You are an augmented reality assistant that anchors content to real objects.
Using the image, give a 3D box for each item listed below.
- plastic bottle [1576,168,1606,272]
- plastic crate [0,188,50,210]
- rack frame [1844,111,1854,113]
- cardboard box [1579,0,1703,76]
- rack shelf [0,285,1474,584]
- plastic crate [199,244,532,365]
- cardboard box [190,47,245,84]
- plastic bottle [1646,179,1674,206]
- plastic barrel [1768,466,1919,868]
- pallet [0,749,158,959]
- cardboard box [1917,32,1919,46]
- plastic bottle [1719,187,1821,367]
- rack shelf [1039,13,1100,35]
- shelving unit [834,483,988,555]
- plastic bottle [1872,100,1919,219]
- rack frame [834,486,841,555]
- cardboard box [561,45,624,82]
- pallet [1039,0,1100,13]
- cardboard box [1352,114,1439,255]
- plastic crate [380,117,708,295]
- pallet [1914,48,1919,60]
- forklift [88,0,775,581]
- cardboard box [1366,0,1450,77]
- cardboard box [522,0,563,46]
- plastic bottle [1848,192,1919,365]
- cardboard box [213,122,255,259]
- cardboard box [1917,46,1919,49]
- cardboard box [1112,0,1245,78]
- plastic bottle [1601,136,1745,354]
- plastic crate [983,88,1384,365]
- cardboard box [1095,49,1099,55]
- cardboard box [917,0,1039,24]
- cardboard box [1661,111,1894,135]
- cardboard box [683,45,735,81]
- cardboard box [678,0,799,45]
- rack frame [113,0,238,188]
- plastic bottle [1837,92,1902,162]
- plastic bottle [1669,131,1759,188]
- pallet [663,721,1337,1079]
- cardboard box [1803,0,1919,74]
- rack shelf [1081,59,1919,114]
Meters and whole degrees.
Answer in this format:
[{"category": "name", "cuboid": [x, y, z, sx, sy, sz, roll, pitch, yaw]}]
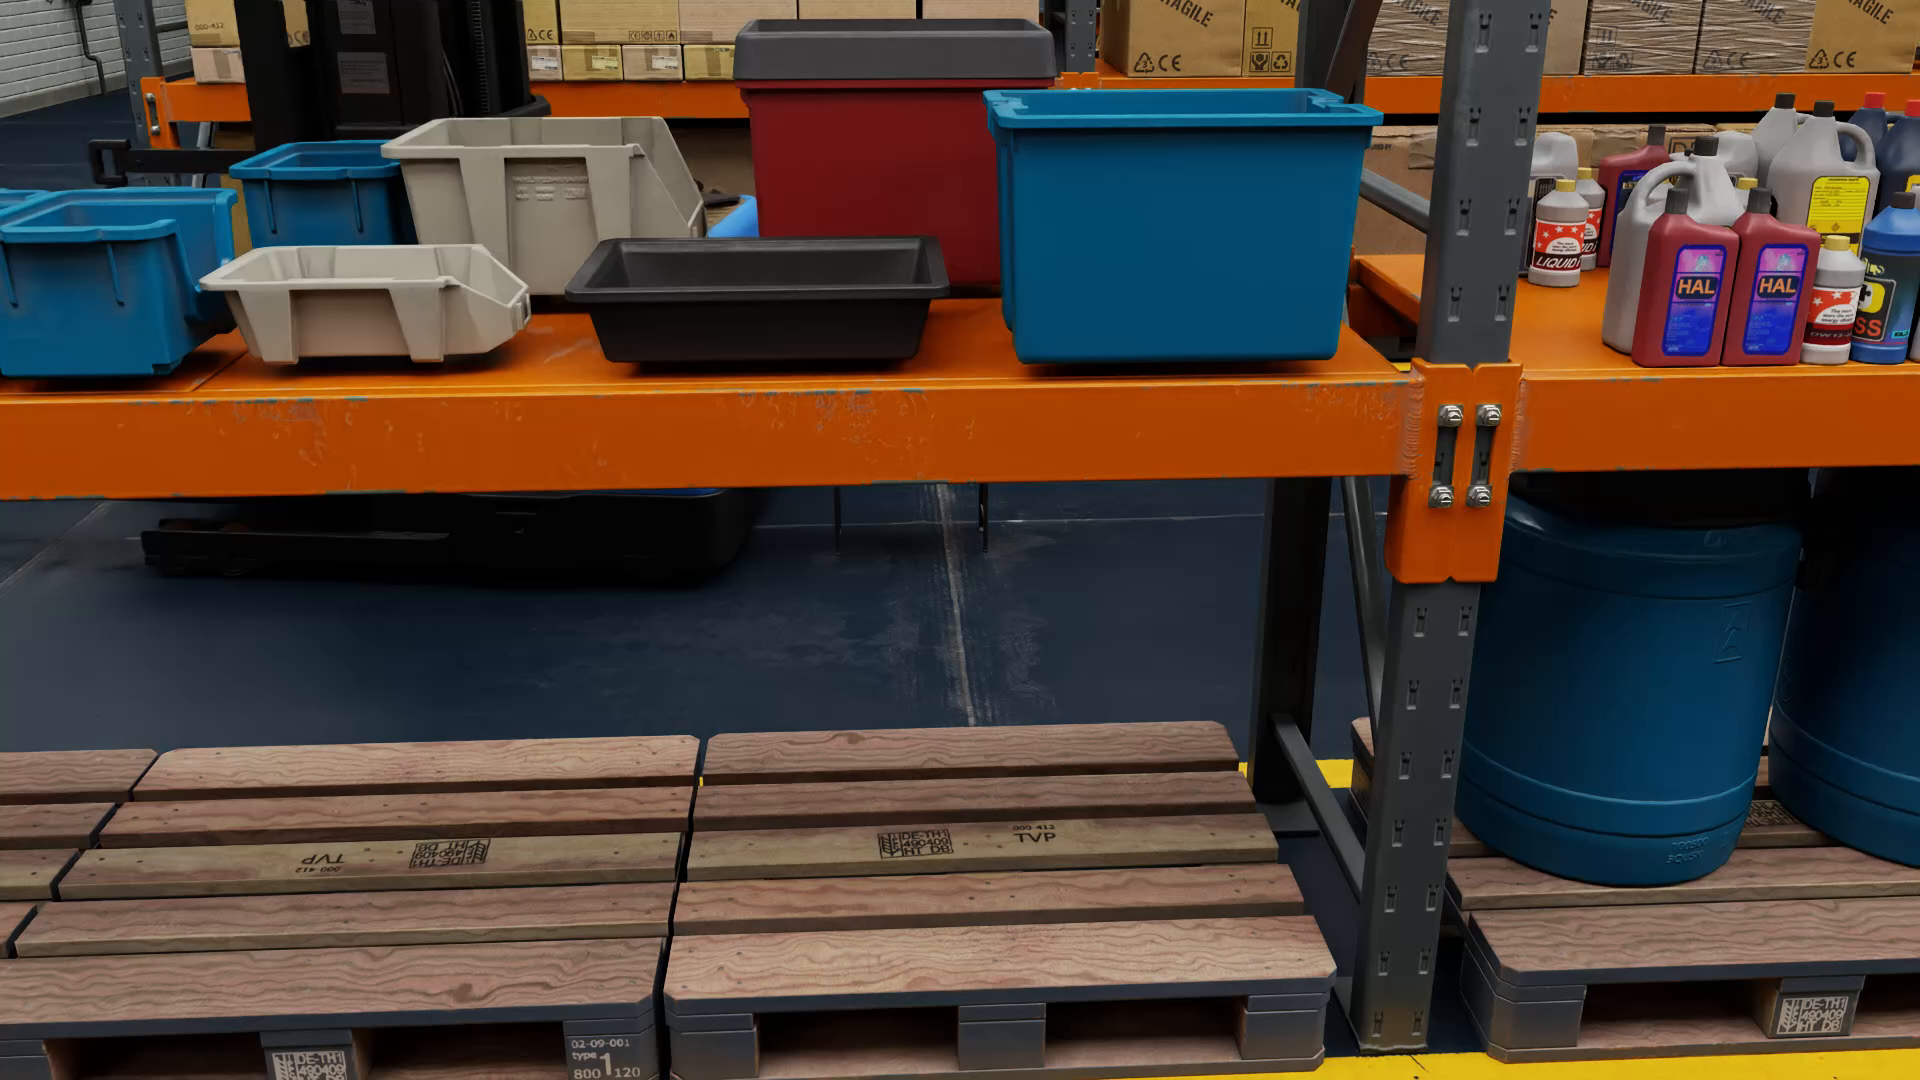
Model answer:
[{"category": "plastic bottle", "cuboid": [1.270, -0.662, 3.424, 0.097, 0.201, 0.097, 0, 21, 0]}, {"category": "plastic crate", "cuboid": [-1.633, -0.404, 2.616, 0.300, 0.233, 0.416, -1, 21, -3]}, {"category": "rack frame", "cuboid": [4.491, -2.461, 7.869, 0.127, 3.000, 1.000, -1, 21, -3]}, {"category": "cardboard box", "cuboid": [2.996, -2.390, 7.542, 0.500, 0.500, 0.500, -2, 21, -5]}, {"category": "rack shelf", "cuboid": [-1.216, -0.243, 3.055, 4.000, 0.370, 1.077, -1, 21, -3]}, {"category": "plastic crate", "cuboid": [-0.941, -0.383, 2.697, 0.466, 0.136, 0.293, -1, 21, -3]}, {"category": "cardboard box", "cuboid": [-3.122, -2.071, 7.198, 0.250, 0.149, 0.380, -1, 21, -2]}, {"category": "plastic bottle", "cuboid": [1.406, -0.643, 3.374, 0.097, 0.201, 0.097, 0, 21, 0]}, {"category": "plastic barrel", "cuboid": [2.032, 0.145, 3.384, 0.708, 0.901, 0.600, -1, 21, -3]}, {"category": "pallet", "cuboid": [-2.387, 0.761, 3.325, 1.213, 0.211, 1.003, -1, 21, -3]}, {"category": "cardboard box", "cuboid": [10.102, -5.277, 17.486, 0.500, 0.500, 0.500, -2, 21, -4]}, {"category": "plastic bottle", "cuboid": [1.304, -0.424, 2.683, 0.133, 0.283, 0.061, -1, 21, -3]}, {"category": "rack shelf", "cuboid": [2.312, -3.848, 12.523, 4.000, 0.370, 1.077, -1, 21, -3]}, {"category": "shelving unit", "cuboid": [-0.165, -0.557, 5.399, 0.503, 1.200, 0.258, -1, 21, -3]}, {"category": "plastic bottle", "cuboid": [1.872, -0.685, 3.273, 0.185, 0.351, 0.144, -1, 21, -3]}, {"category": "rack frame", "cuboid": [-0.409, -0.552, 5.386, 0.015, 1.200, 0.240, -1, 21, -3]}, {"category": "cardboard box", "cuboid": [-1.587, -2.103, 7.281, 0.250, 0.149, 0.380, -2, 21, -4]}, {"category": "pallet", "cuboid": [1.087, -4.018, 12.228, 1.213, 0.211, 1.003, -1, 21, -3]}, {"category": "cardboard box", "cuboid": [2.028, -1.621, 8.060, 0.875, 0.875, 1.225, -2, 21, -5]}, {"category": "plastic crate", "cuboid": [-0.755, -0.627, 3.135, 0.530, 0.282, 0.437, -1, 21, -3]}, {"category": "pallet", "cuboid": [5.197, -2.423, 8.040, 1.003, 0.211, 1.213, -1, 21, -3]}, {"category": "forklift", "cuboid": [-2.190, -1.439, 5.282, 3.031, 2.935, 1.130, 2, 21, 5]}, {"category": "cardboard box", "cuboid": [1.973, -2.367, 7.483, 0.500, 0.500, 0.500, -2, 21, -4]}, {"category": "cardboard box", "cuboid": [-1.981, -2.303, 7.247, 0.500, 0.250, 0.500, -2, 21, -5]}, {"category": "plastic bottle", "cuboid": [1.515, -0.429, 2.714, 0.097, 0.271, 0.097, 0, 21, 0]}, {"category": "cardboard box", "cuboid": [-2.861, -1.543, 7.854, 0.875, 0.875, 0.875, -1, 21, -3]}, {"category": "cardboard box", "cuboid": [7.688, -3.406, 12.924, 0.750, 0.750, 1.050, -1, 21, -3]}, {"category": "cardboard box", "cuboid": [0.971, -2.347, 7.429, 0.500, 0.500, 0.500, -1, 21, -3]}, {"category": "plastic bottle", "cuboid": [1.191, -0.490, 2.761, 0.185, 0.351, 0.144, -1, 21, -3]}, {"category": "plastic crate", "cuboid": [0.334, -0.510, 2.683, 0.575, 0.384, 0.392, -1, 21, -3]}, {"category": "cardboard box", "cuboid": [1.045, -3.627, 12.801, 0.500, 0.250, 0.500, -2, 21, -4]}, {"category": "cardboard box", "cuboid": [0.072, -2.346, 7.361, 0.500, 0.250, 0.500, -2, 21, -4]}, {"category": "cardboard box", "cuboid": [3.801, -1.657, 8.155, 0.875, 0.875, 1.225, -2, 21, -6]}, {"category": "cardboard box", "cuboid": [-1.071, -2.113, 7.309, 0.250, 0.149, 0.380, -1, 21, -4]}, {"category": "cardboard box", "cuboid": [-0.954, -2.324, 7.303, 0.500, 0.250, 0.500, -1, 21, -2]}, {"category": "rack frame", "cuboid": [-3.496, -2.298, 7.442, 0.127, 3.000, 1.000, -1, 21, -3]}, {"category": "plastic bottle", "cuboid": [1.864, -0.736, 3.407, 0.185, 0.351, 0.144, -1, 21, -3]}, {"category": "plastic bottle", "cuboid": [1.520, -0.692, 3.398, 0.135, 0.276, 0.152, -1, 21, -3]}, {"category": "pallet", "cuboid": [0.049, 0.712, 3.455, 1.213, 0.211, 1.003, -1, 21, -3]}, {"category": "cardboard box", "cuboid": [4.013, -2.410, 7.593, 0.500, 0.500, 0.500, -1, 21, -1]}, {"category": "rack shelf", "cuboid": [2.494, -2.084, 7.890, 4.000, 0.370, 1.077, -1, 21, -3]}]
